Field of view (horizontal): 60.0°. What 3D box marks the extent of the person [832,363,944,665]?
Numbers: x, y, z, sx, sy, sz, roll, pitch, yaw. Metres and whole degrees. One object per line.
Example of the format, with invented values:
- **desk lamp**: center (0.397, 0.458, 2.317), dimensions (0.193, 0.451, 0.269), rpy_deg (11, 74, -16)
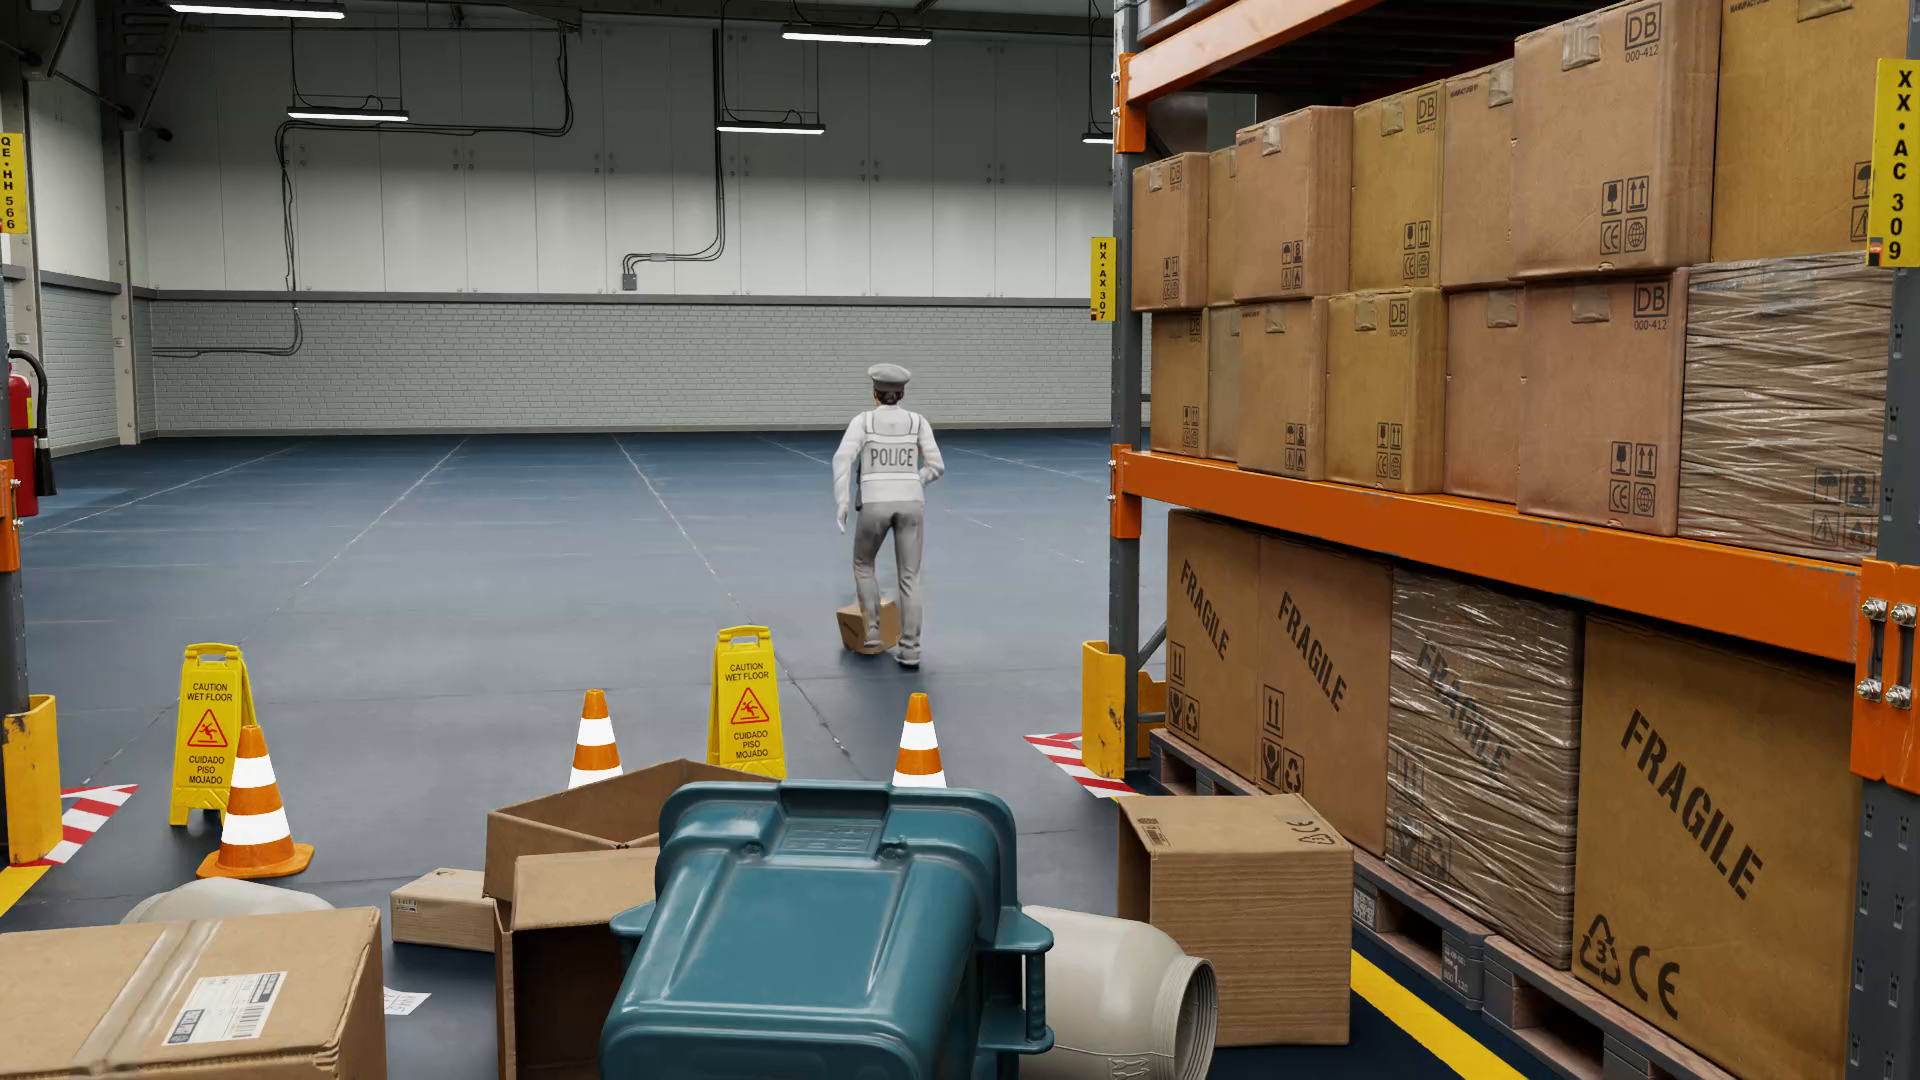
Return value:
- **person**: center (-0.397, -0.161, 9.228), dimensions (0.639, 1.634, 0.753), rpy_deg (-1, 6, -9)
